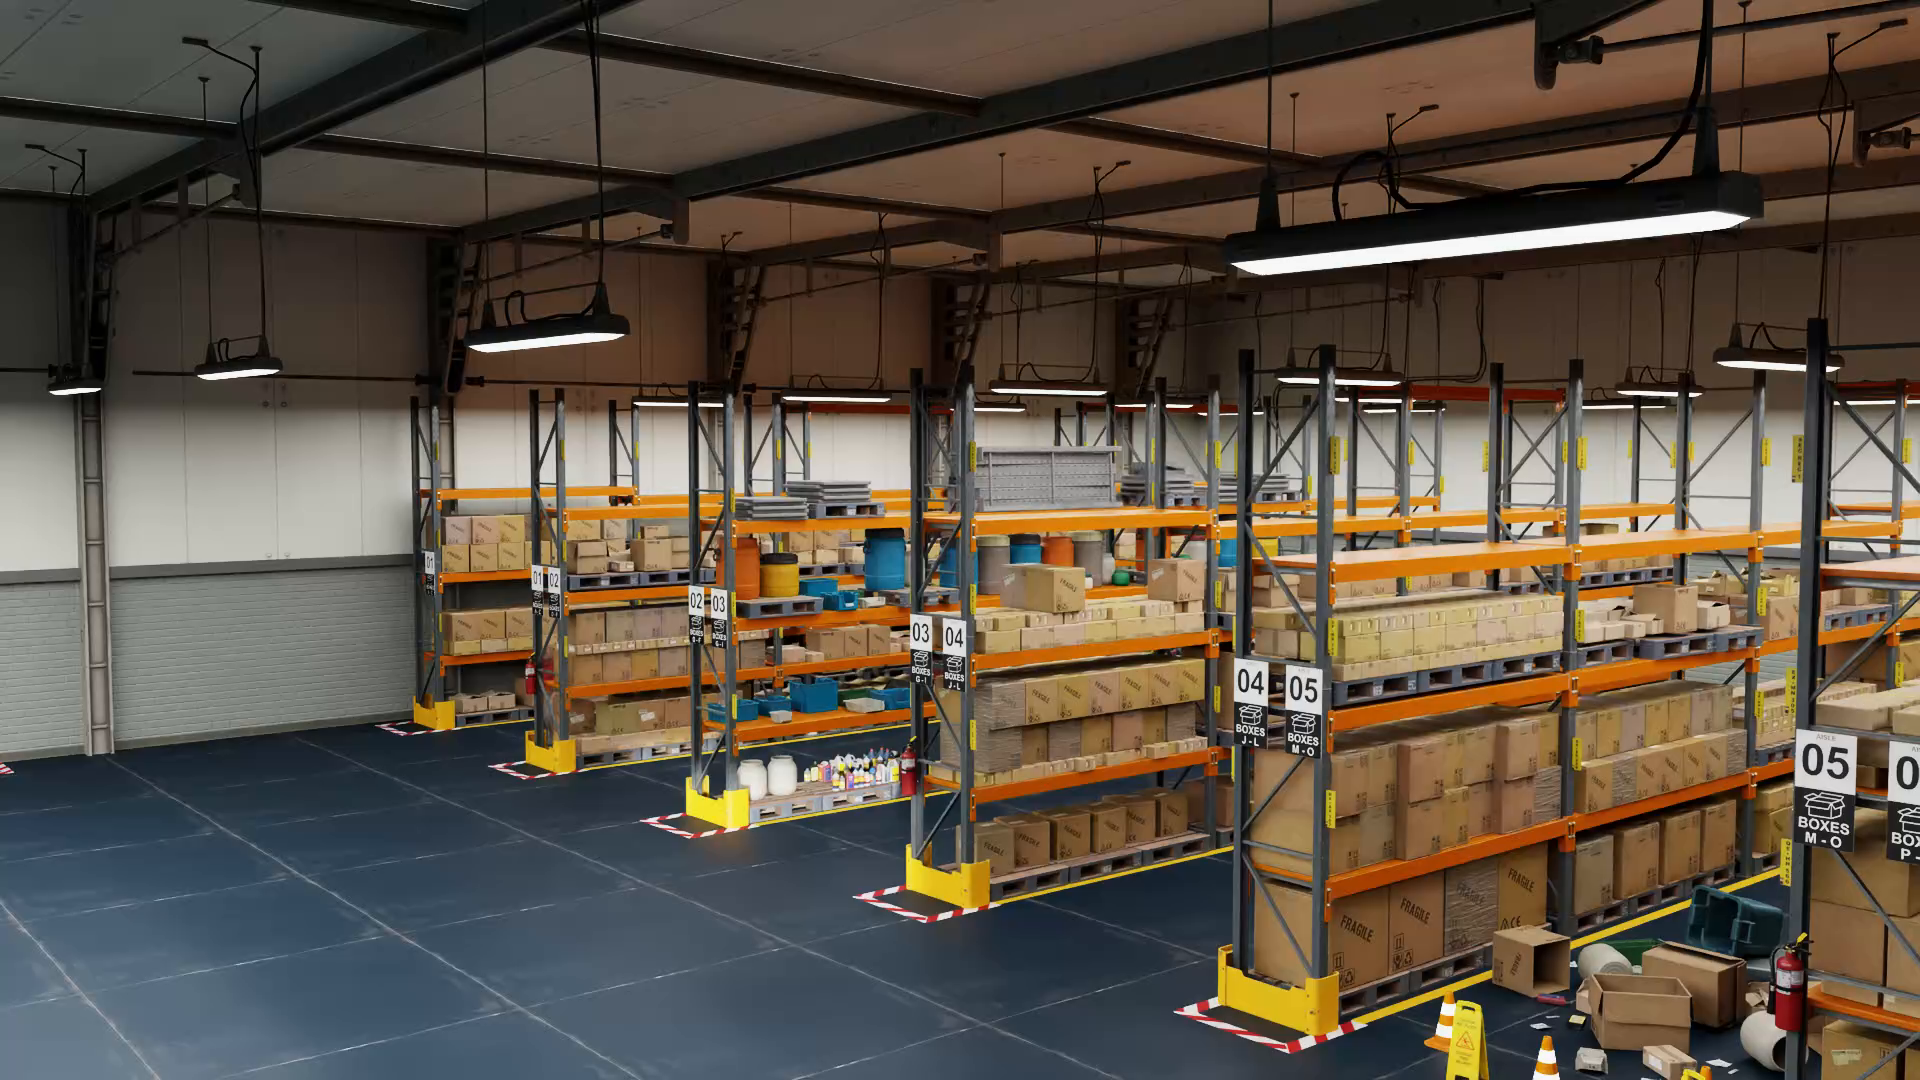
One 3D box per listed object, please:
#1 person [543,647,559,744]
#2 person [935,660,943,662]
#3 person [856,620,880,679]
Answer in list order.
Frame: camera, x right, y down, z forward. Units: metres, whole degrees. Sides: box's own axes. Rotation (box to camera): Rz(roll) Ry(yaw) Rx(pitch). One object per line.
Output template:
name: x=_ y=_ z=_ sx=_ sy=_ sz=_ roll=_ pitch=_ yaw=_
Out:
person: x=-7.017 y=2.654 z=28.599 sx=0.661 sy=1.670 sz=0.572 roll=1 pitch=4 yaw=19
person: x=-0.249 y=2.219 z=35.486 sx=0.641 sy=1.748 sz=0.724 roll=3 pitch=4 yaw=40
person: x=-1.893 y=2.397 z=33.875 sx=0.580 sy=1.627 sz=0.782 roll=0 pitch=3 yaw=7
